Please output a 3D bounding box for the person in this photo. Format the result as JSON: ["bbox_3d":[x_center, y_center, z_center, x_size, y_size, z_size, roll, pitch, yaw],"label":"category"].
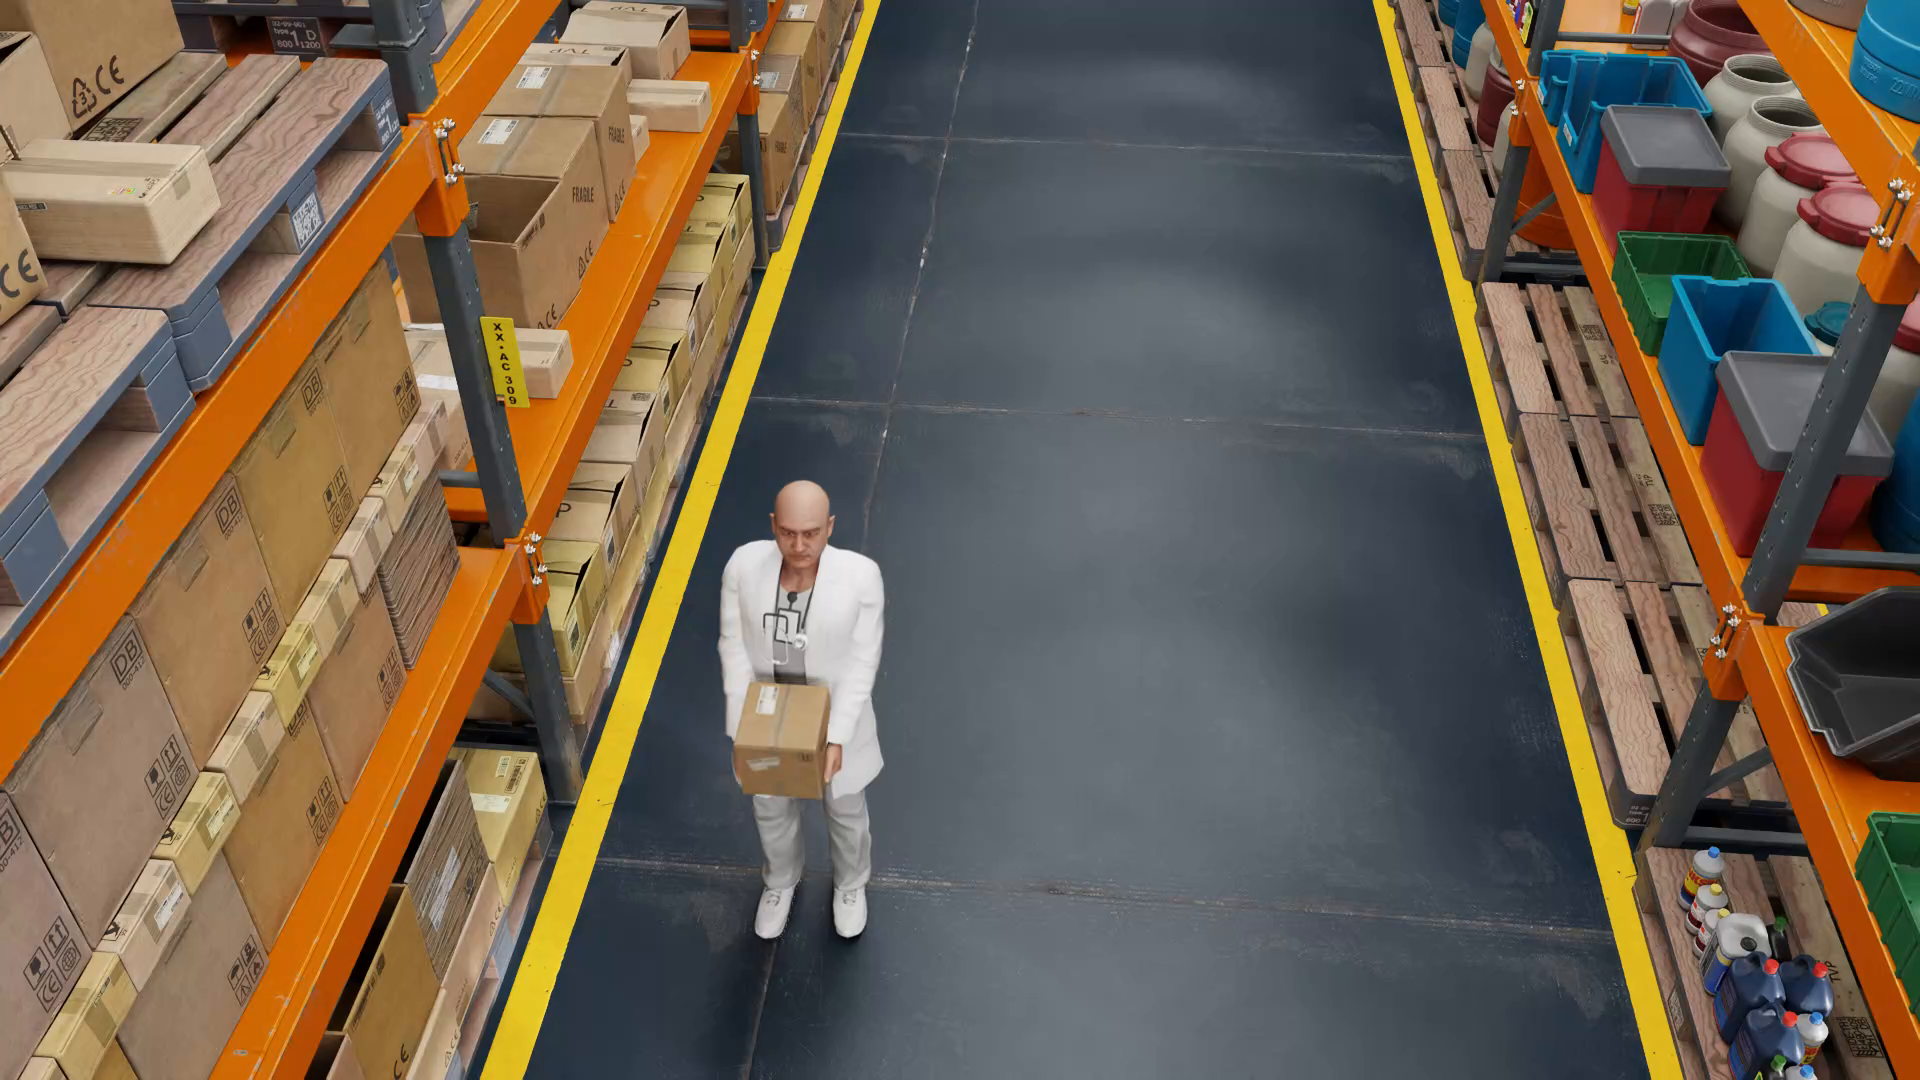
[{"bbox_3d":[-0.512,0.635,5.397,0.529,1.775,0.554,4,40,5],"label":"person"}]
